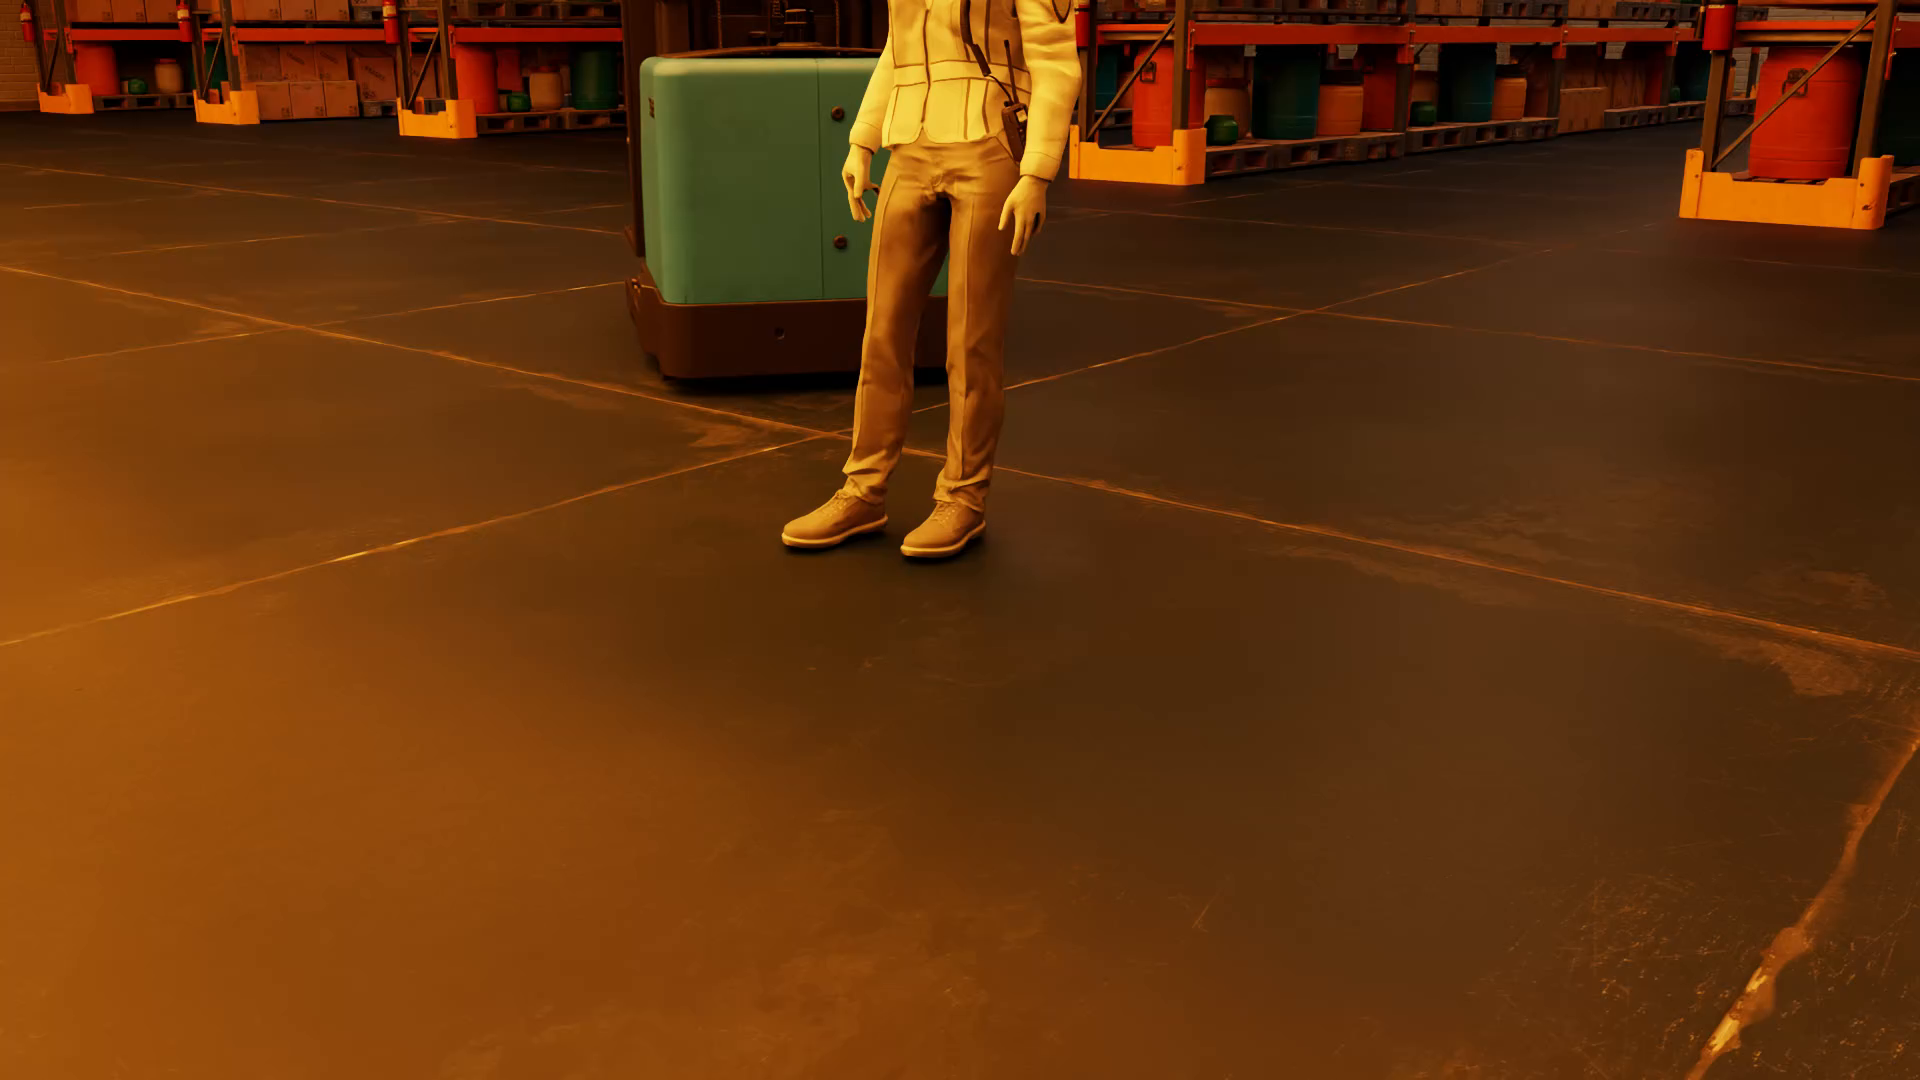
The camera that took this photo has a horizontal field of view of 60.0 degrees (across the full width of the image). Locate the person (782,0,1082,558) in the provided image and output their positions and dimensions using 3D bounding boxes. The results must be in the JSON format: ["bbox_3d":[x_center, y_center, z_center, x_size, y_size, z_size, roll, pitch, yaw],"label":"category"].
[{"bbox_3d":[-0.049,-0.803,3.647,0.587,1.694,0.530,13,21,37],"label":"person"}]

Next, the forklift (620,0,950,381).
[{"bbox_3d":[-0.806,-2.317,6.529,1.130,2.935,3.031,-4,17,-13],"label":"forklift"}]
